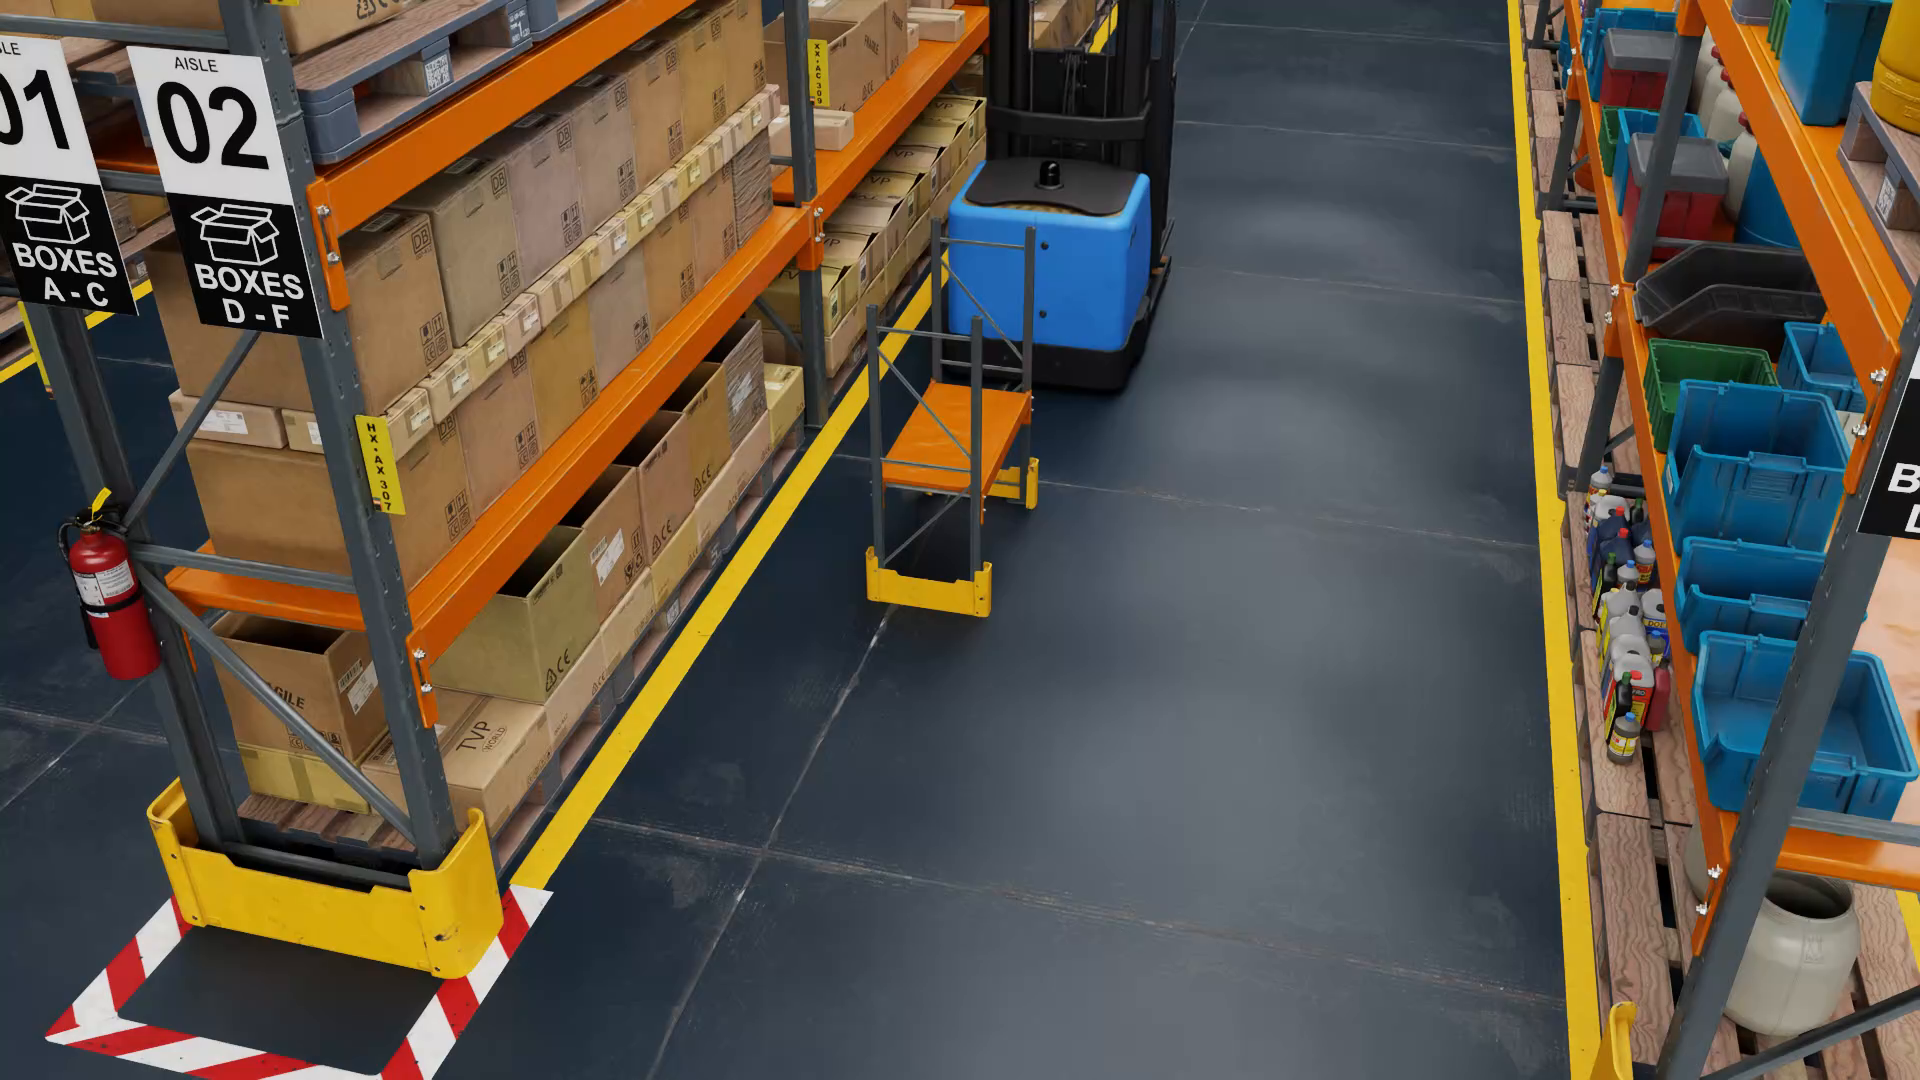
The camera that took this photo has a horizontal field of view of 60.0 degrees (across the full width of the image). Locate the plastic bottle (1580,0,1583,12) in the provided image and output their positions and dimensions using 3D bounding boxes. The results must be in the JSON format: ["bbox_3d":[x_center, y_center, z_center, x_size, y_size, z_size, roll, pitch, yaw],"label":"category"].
[{"bbox_3d":[4.391,-3.787,11.596,0.097,0.201,0.097,0,32,0],"label":"plastic bottle"}]

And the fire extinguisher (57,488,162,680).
[{"bbox_3d":[-2.729,0.131,5.320,0.296,0.674,0.183,8,33,12],"label":"fire extinguisher"}]

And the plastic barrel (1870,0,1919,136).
[{"bbox_3d":[2.707,-1.355,4.222,0.600,0.588,0.600,0,32,0],"label":"plastic barrel"}]

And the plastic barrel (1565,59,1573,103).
[{"bbox_3d":[5.022,-3.650,13.122,0.421,0.512,0.421,0,32,0],"label":"plastic barrel"}]

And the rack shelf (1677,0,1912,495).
[{"bbox_3d":[3.049,-1.224,5.253,1.077,0.370,4.000,8,33,12],"label":"rack shelf"}]

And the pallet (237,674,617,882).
[{"bbox_3d":[-2.096,0.874,6.678,1.003,0.211,1.213,8,33,12],"label":"pallet"}]

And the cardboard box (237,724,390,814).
[{"bbox_3d":[-2.399,0.765,6.422,0.500,0.250,0.500,8,33,12],"label":"cardboard box"}]

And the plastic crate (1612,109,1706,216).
[{"bbox_3d":[3.535,-1.907,8.469,0.392,0.384,0.575,8,33,12],"label":"plastic crate"}]

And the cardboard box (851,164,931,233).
[{"bbox_3d":[-0.499,-2.207,10.575,0.500,0.311,0.500,9,34,14],"label":"cardboard box"}]

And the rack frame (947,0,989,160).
[{"bbox_3d":[-0.219,-4.051,11.827,1.000,3.000,0.127,8,33,12],"label":"rack frame"}]

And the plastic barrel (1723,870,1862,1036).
[{"bbox_3d":[2.634,1.297,5.341,0.421,0.512,0.421,0,32,0],"label":"plastic barrel"}]

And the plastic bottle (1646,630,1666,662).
[{"bbox_3d":[2.875,0.467,6.917,0.097,0.201,0.097,0,32,0],"label":"plastic bottle"}]

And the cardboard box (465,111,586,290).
[{"bbox_3d":[-1.850,-1.293,6.185,0.700,0.500,0.500,8,33,13],"label":"cardboard box"}]

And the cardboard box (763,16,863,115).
[{"bbox_3d":[-0.890,-2.687,9.588,0.500,0.500,0.500,10,34,16],"label":"cardboard box"}]

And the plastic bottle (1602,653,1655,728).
[{"bbox_3d":[2.674,0.601,6.638,0.152,0.276,0.135,8,33,13],"label":"plastic bottle"}]

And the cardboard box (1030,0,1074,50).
[{"bbox_3d":[0.687,-4.447,14.369,0.500,0.500,0.500,8,33,13],"label":"cardboard box"}]

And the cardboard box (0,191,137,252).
[{"bbox_3d":[-5.856,-2.163,10.776,0.700,0.500,0.500,9,34,14],"label":"cardboard box"}]

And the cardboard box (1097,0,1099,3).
[{"bbox_3d":[1.112,-5.366,15.991,0.500,0.311,0.500,8,33,12],"label":"cardboard box"}]

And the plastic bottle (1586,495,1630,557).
[{"bbox_3d":[2.996,-0.058,7.674,0.152,0.276,0.135,9,34,14],"label":"plastic bottle"}]

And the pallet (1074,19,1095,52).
[{"bbox_3d":[0.626,-4.523,15.168,1.003,0.211,1.213,8,33,12],"label":"pallet"}]

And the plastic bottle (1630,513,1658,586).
[{"bbox_3d":[3.089,0.015,7.489,0.144,0.351,0.185,8,33,12],"label":"plastic bottle"}]

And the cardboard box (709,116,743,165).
[{"bbox_3d":[-1.225,-1.857,7.677,0.380,0.149,0.250,7,33,11],"label":"cardboard box"}]

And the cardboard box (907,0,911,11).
[{"bbox_3d":[-0.633,-3.576,11.162,0.500,0.311,0.500,8,33,12],"label":"cardboard box"}]

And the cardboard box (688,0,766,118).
[{"bbox_3d":[-1.341,-2.334,7.823,0.700,0.500,0.500,8,33,13],"label":"cardboard box"}]

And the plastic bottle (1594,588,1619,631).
[{"bbox_3d":[2.808,0.300,7.180,0.097,0.201,0.097,0,32,0],"label":"plastic bottle"}]

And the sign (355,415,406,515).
[{"bbox_3d":[-1.714,-0.220,4.919,0.100,0.325,0.005,8,33,12],"label":"sign"}]

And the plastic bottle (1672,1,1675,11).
[{"bbox_3d":[4.986,-3.719,11.489,0.097,0.201,0.097,0,32,0],"label":"plastic bottle"}]

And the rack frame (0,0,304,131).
[{"bbox_3d":[-2.249,-2.431,3.687,1.000,3.000,0.127,8,33,12],"label":"rack frame"}]

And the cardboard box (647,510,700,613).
[{"bbox_3d":[-1.516,0.057,7.535,0.500,0.250,0.500,8,33,12],"label":"cardboard box"}]

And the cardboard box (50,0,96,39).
[{"bbox_3d":[-5.716,-3.424,10.337,0.700,0.500,0.500,11,34,17],"label":"cardboard box"}]

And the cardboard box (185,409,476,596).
[{"bbox_3d":[-2.118,-0.182,5.648,0.700,0.500,0.500,8,33,12],"label":"cardboard box"}]

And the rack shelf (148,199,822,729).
[{"bbox_3d":[-1.742,-0.634,7.122,1.077,0.370,4.000,8,33,12],"label":"rack shelf"}]

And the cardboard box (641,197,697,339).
[{"bbox_3d":[-1.599,-1.252,7.330,0.700,0.500,0.500,9,33,13],"label":"cardboard box"}]

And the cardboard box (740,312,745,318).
[{"bbox_3d":[-1.409,-1.478,9.428,0.500,0.311,0.500,8,33,12],"label":"cardboard box"}]

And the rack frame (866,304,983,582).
[{"bbox_3d":[-0.151,-0.325,7.363,0.500,1.500,0.032,8,33,12],"label":"rack frame"}]

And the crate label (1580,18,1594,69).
[{"bbox_3d":[4.102,-3.137,10.544,0.303,0.233,0.416,8,33,12],"label":"crate label"}]

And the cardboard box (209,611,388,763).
[{"bbox_3d":[-2.401,0.448,6.222,0.500,0.500,0.500,8,33,12],"label":"cardboard box"}]

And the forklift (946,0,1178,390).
[{"bbox_3d":[0.769,-2.874,10.039,1.130,2.935,3.031,8,33,12],"label":"forklift"}]

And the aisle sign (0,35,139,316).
[{"bbox_3d":[-2.550,-1.003,4.608,0.394,0.787,0.004,8,33,12],"label":"aisle sign"}]

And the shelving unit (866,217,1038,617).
[{"bbox_3d":[-0.019,-0.593,7.785,0.587,1.500,1.083,8,33,12],"label":"shelving unit"}]

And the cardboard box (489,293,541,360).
[{"bbox_3d":[-1.746,-0.787,5.995,0.380,0.149,0.250,8,33,12],"label":"cardboard box"}]

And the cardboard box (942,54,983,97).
[{"bbox_3d":[0.173,-3.379,12.689,0.500,0.500,0.500,9,34,14],"label":"cardboard box"}]

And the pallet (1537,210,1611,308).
[{"bbox_3d":[4.337,-1.801,10.887,1.003,0.211,1.213,8,33,12],"label":"pallet"}]

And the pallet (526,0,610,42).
[{"bbox_3d":[-1.737,-2.127,6.086,1.003,0.211,1.213,8,33,12],"label":"pallet"}]

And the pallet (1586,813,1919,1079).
[{"bbox_3d":[2.726,1.487,5.715,1.003,0.211,1.213,8,33,12],"label":"pallet"}]

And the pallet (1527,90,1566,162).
[{"bbox_3d":[5.043,-3.244,13.156,1.003,0.211,1.213,8,33,12],"label":"pallet"}]

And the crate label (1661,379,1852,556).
[{"bbox_3d":[2.747,-0.230,5.783,0.502,0.435,0.616,8,33,12],"label":"crate label"}]

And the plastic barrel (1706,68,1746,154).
[{"bbox_3d":[4.197,-2.204,8.794,0.433,0.535,0.433,0,32,0],"label":"plastic barrel"}]

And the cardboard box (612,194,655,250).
[{"bbox_3d":[-1.484,-1.324,6.839,0.380,0.149,0.250,9,34,14],"label":"cardboard box"}]

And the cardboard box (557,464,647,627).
[{"bbox_3d":[-1.658,-0.002,6.930,0.500,0.500,0.500,8,33,12],"label":"cardboard box"}]

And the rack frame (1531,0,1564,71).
[{"bbox_3d":[5.586,-5.451,14.028,1.000,3.000,0.127,8,33,12],"label":"rack frame"}]

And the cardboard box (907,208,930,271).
[{"bbox_3d":[-0.502,-1.966,10.718,0.500,0.250,0.500,9,33,13],"label":"cardboard box"}]
